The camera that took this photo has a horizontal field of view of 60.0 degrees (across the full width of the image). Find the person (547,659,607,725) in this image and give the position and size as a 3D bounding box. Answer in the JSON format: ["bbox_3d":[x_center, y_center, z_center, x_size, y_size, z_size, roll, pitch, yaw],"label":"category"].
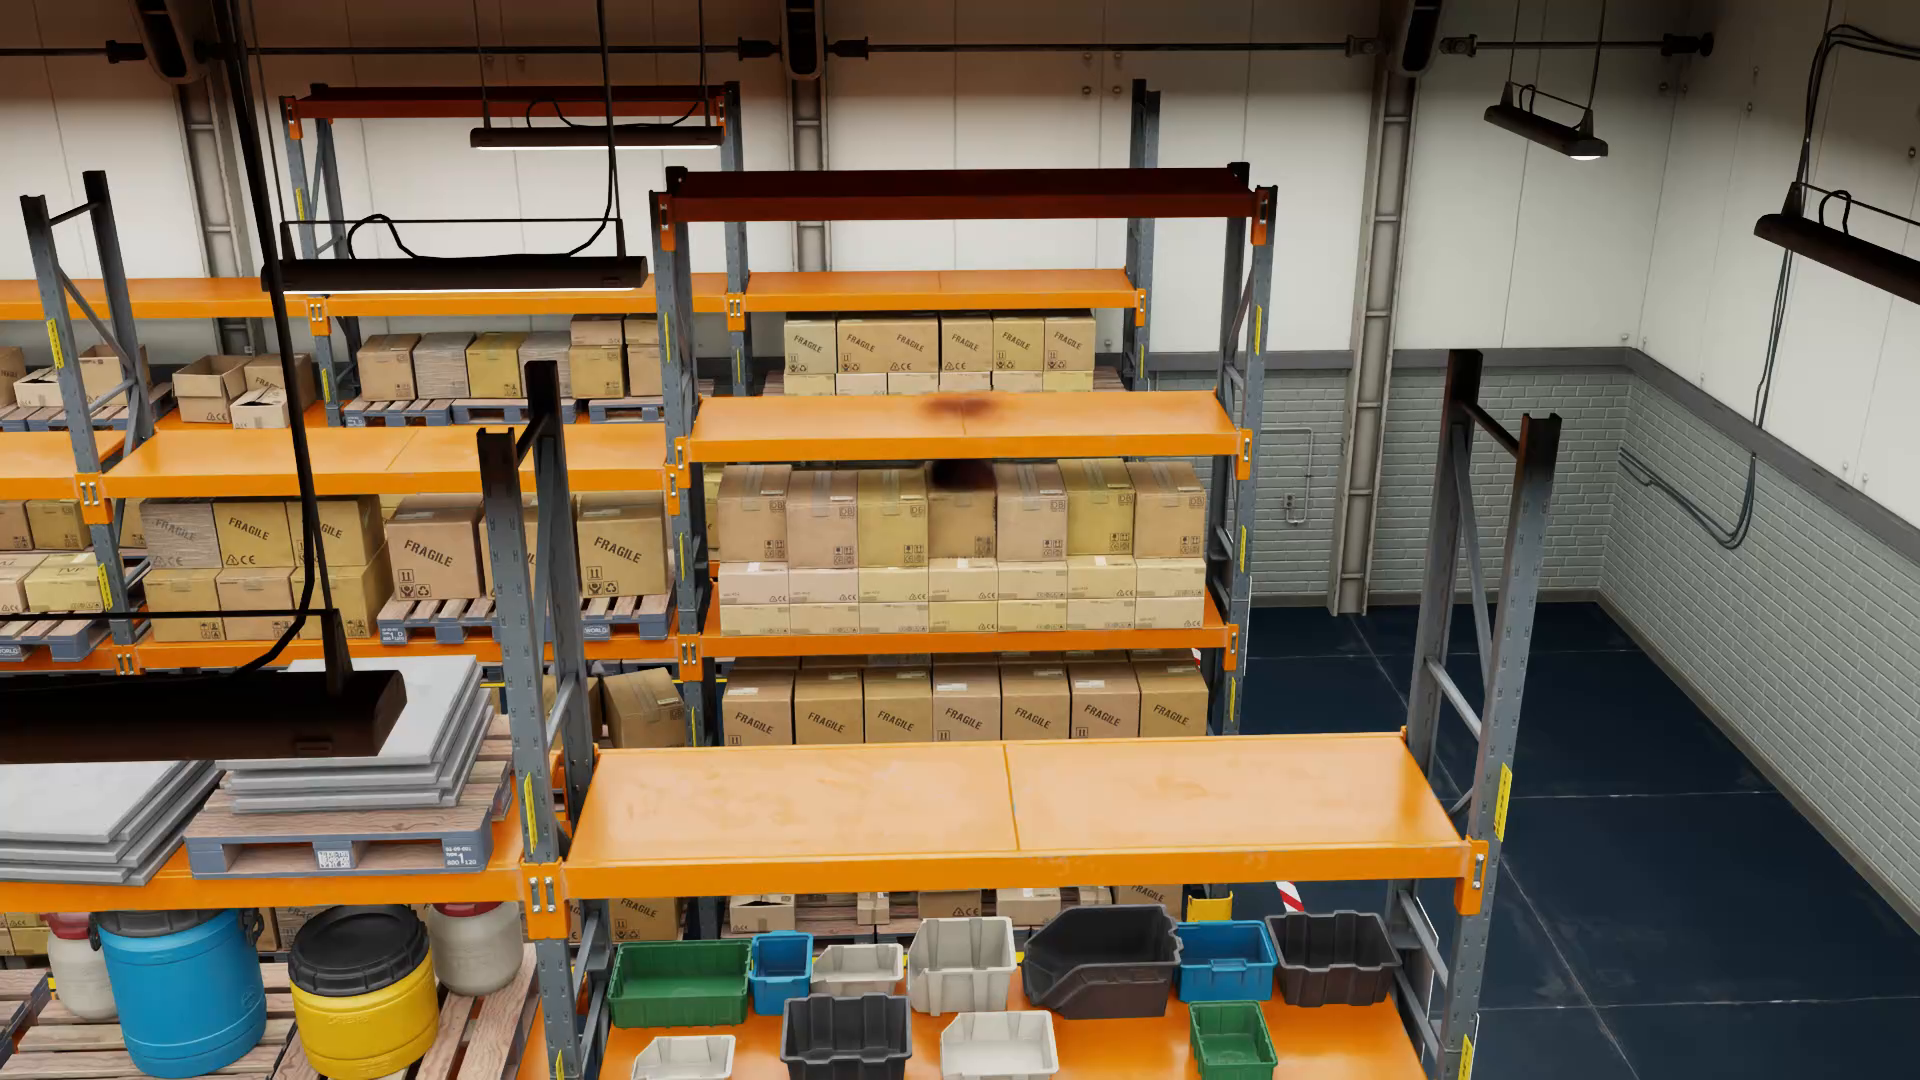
[{"bbox_3d":[-3.377,1.640,14.818,0.607,1.730,0.361,2,22,5],"label":"person"}]
